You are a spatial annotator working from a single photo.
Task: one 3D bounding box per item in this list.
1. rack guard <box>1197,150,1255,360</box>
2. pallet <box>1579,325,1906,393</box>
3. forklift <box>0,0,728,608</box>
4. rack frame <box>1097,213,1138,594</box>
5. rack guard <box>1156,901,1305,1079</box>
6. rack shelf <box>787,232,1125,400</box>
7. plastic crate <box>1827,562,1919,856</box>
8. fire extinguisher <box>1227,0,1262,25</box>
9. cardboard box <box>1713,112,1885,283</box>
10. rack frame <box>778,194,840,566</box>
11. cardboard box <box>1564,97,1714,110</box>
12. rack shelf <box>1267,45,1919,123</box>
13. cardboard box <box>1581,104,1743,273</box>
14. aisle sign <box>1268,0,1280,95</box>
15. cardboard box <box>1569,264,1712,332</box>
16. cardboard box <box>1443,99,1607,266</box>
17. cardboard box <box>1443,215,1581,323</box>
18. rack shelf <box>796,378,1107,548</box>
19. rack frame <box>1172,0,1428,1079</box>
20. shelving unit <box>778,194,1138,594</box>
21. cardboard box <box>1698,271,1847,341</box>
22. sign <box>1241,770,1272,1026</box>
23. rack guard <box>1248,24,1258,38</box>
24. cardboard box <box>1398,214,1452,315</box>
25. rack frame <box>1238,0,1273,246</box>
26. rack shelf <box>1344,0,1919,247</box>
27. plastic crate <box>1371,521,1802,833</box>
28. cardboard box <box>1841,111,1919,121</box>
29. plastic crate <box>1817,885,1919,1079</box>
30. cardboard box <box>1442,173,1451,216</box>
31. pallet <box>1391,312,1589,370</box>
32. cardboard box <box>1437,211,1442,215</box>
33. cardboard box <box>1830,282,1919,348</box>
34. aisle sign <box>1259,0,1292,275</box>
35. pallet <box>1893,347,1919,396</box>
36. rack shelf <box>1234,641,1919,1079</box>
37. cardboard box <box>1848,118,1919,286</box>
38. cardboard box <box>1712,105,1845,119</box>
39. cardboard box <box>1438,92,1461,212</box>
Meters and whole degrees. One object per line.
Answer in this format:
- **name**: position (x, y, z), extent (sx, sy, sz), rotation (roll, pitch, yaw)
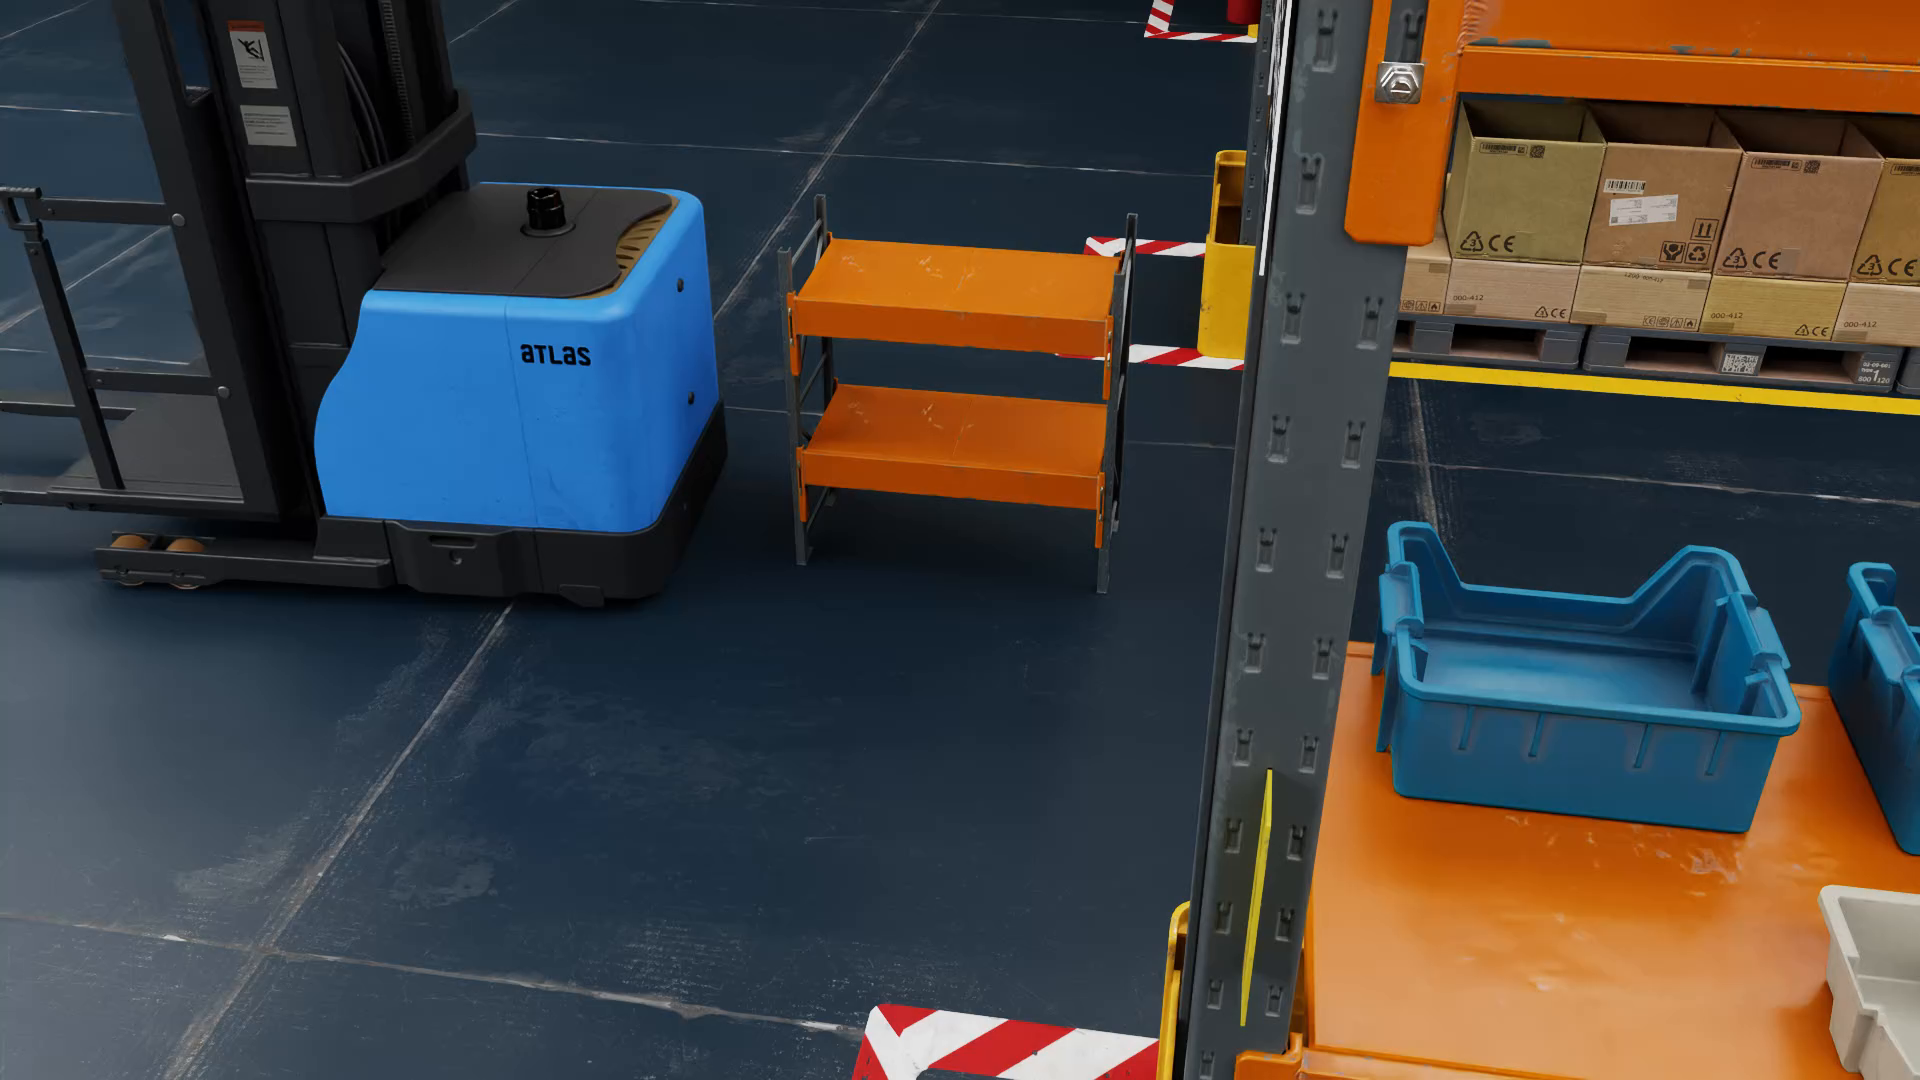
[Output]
- **rack guard**: position (1.262, -1.274, 7.314), extent (0.348, 0.500, 1.175), rotation (5, 32, 8)
- **pallet**: position (3.246, -0.993, 7.137), extent (1.213, 0.211, 1.003), rotation (5, 32, 8)
- **forklift**: position (-2.405, -1.353, 5.149), extent (3.031, 2.935, 1.130), rotation (3, 32, 5)
- **rack frame**: position (0.508, -0.431, 5.378), extent (0.032, 1.125, 0.500), rotation (5, 32, 8)
- **rack guard**: position (0.532, 1.301, 3.201), extent (0.348, 0.500, 1.175), rotation (5, 32, 8)
- **rack shelf**: position (0.007, -0.724, 5.295), extent (1.000, 0.278, 0.538), rotation (5, 32, 8)
- **plastic crate**: position (1.632, 0.271, 2.630), extent (0.408, 0.251, 0.499), rotation (5, 32, 8)
- **fire extinguisher**: position (1.247, -2.552, 7.073), extent (0.183, 0.674, 0.296), rotation (5, 32, 8)
- **cardboard box**: position (3.255, -1.362, 6.588), extent (0.500, 0.500, 0.500), rotation (5, 32, 8)
- **rack frame**: position (-0.494, -0.522, 5.523), extent (0.032, 1.125, 0.500), rotation (5, 32, 8)
- **cardboard box**: position (2.853, -1.688, 7.108), extent (0.500, 0.500, 0.500), rotation (5, 32, 8)
- **rack shelf**: position (3.257, -1.848, 6.553), extent (4.000, 0.370, 1.077), rotation (5, 32, 8)
- **cardboard box**: position (2.765, -1.416, 6.674), extent (0.500, 0.500, 0.500), rotation (5, 32, 8)
- **aisle sign**: position (0.428, -1.005, 2.078), extent (0.004, 0.787, 0.394), rotation (5, 32, 8)
- **cardboard box**: position (2.763, -1.092, 6.863), extent (0.500, 0.250, 0.500), rotation (5, 32, 8)
- **cardboard box**: position (2.270, -1.454, 6.735), extent (0.500, 0.500, 0.500), rotation (5, 32, 8)
- **cardboard box**: position (2.270, -1.137, 6.935), extent (0.500, 0.250, 0.500), rotation (5, 32, 8)
- **rack shelf**: position (0.007, -0.269, 5.580), extent (1.000, 0.278, 0.538), rotation (5, 32, 8)
- **rack frame**: position (0.448, 0.261, 2.506), extent (0.053, 2.616, 0.949), rotation (5, 32, 8)
- **shelving unit**: position (0.007, -0.476, 5.451), extent (1.048, 1.125, 0.538), rotation (5, 32, 8)
- **cardboard box**: position (3.255, -1.045, 6.788), extent (0.500, 0.250, 0.500), rotation (5, 32, 8)
- **sign**: position (0.352, 0.429, 1.977), extent (0.005, 0.325, 0.100), rotation (5, 32, 8)
- **rack guard**: position (2.190, -3.856, 11.440), extent (0.348, 0.500, 1.175), rotation (5, 32, 8)
- **cardboard box**: position (1.777, -1.180, 7.003), extent (0.500, 0.250, 0.500), rotation (5, 32, 8)
- **rack frame**: position (1.286, -2.331, 6.648), extent (0.127, 3.000, 1.000), rotation (5, 32, 8)
- **rack shelf**: position (2.420, -0.529, 1.619), extent (4.000, 0.370, 1.077), rotation (5, 32, 8)
- **plastic crate**: position (0.992, 0.210, 2.727), extent (0.616, 0.251, 0.499), rotation (5, 32, 8)
- **cardboard box**: position (3.838, -1.599, 6.966), extent (0.500, 0.500, 0.500), rotation (5, 32, 8)
- **plastic crate**: position (1.277, 0.619, 2.183), extent (0.250, 0.136, 0.298), rotation (5, 32, 8)
- **cardboard box**: position (2.359, -1.412, 7.375), extent (0.500, 0.250, 0.500), rotation (5, 32, 8)
- **pallet**: position (2.047, -1.103, 7.313), extent (1.213, 0.211, 1.003), rotation (5, 32, 8)
- **cardboard box**: position (1.864, -1.451, 7.436), extent (0.500, 0.250, 0.500), rotation (5, 32, 8)
- **cardboard box**: position (3.748, -1.001, 6.717), extent (0.500, 0.250, 0.500), rotation (5, 32, 8)
- **aisle sign**: position (0.328, -0.696, 1.585), extent (0.004, 0.787, 0.394), rotation (5, 32, 8)
- **pallet**: position (4.452, -0.885, 6.965), extent (1.213, 0.211, 1.003), rotation (5, 32, 8)
- **rack shelf**: position (2.420, 0.742, 2.415), extent (4.000, 0.370, 1.077), rotation (5, 32, 8)
- **cardboard box**: position (3.750, -1.325, 6.529), extent (0.500, 0.500, 0.500), rotation (5, 32, 8)
- **cardboard box**: position (3.345, -1.643, 7.036), extent (0.500, 0.500, 0.500), rotation (5, 32, 8)
- **cardboard box**: position (1.864, -1.770, 7.239), extent (0.500, 0.500, 0.500), rotation (5, 32, 8)
